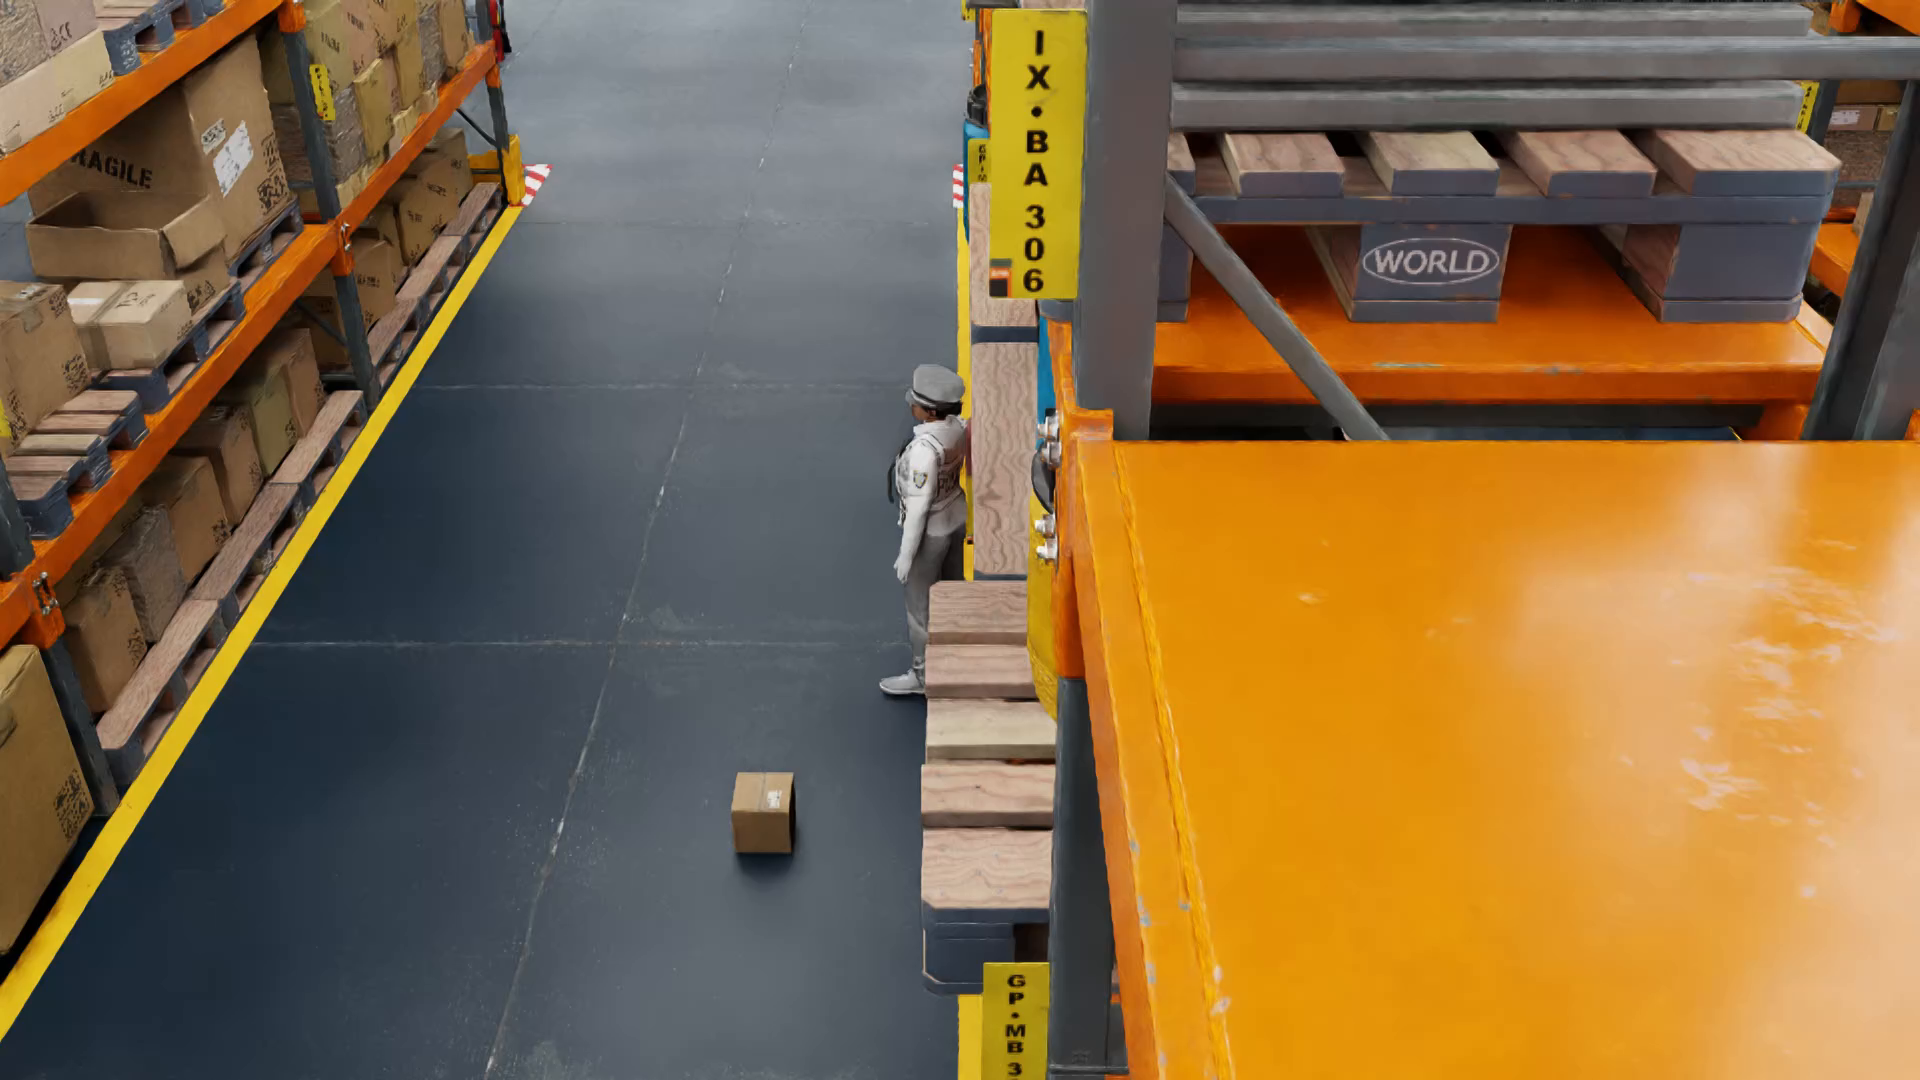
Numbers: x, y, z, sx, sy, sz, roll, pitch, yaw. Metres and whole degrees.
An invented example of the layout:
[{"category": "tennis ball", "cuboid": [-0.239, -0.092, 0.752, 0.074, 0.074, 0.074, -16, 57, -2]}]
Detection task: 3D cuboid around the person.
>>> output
[{"category": "person", "cuboid": [-0.126, -0.045, 7.947, 0.364, 1.688, 0.611, 16, 35, 24]}]
